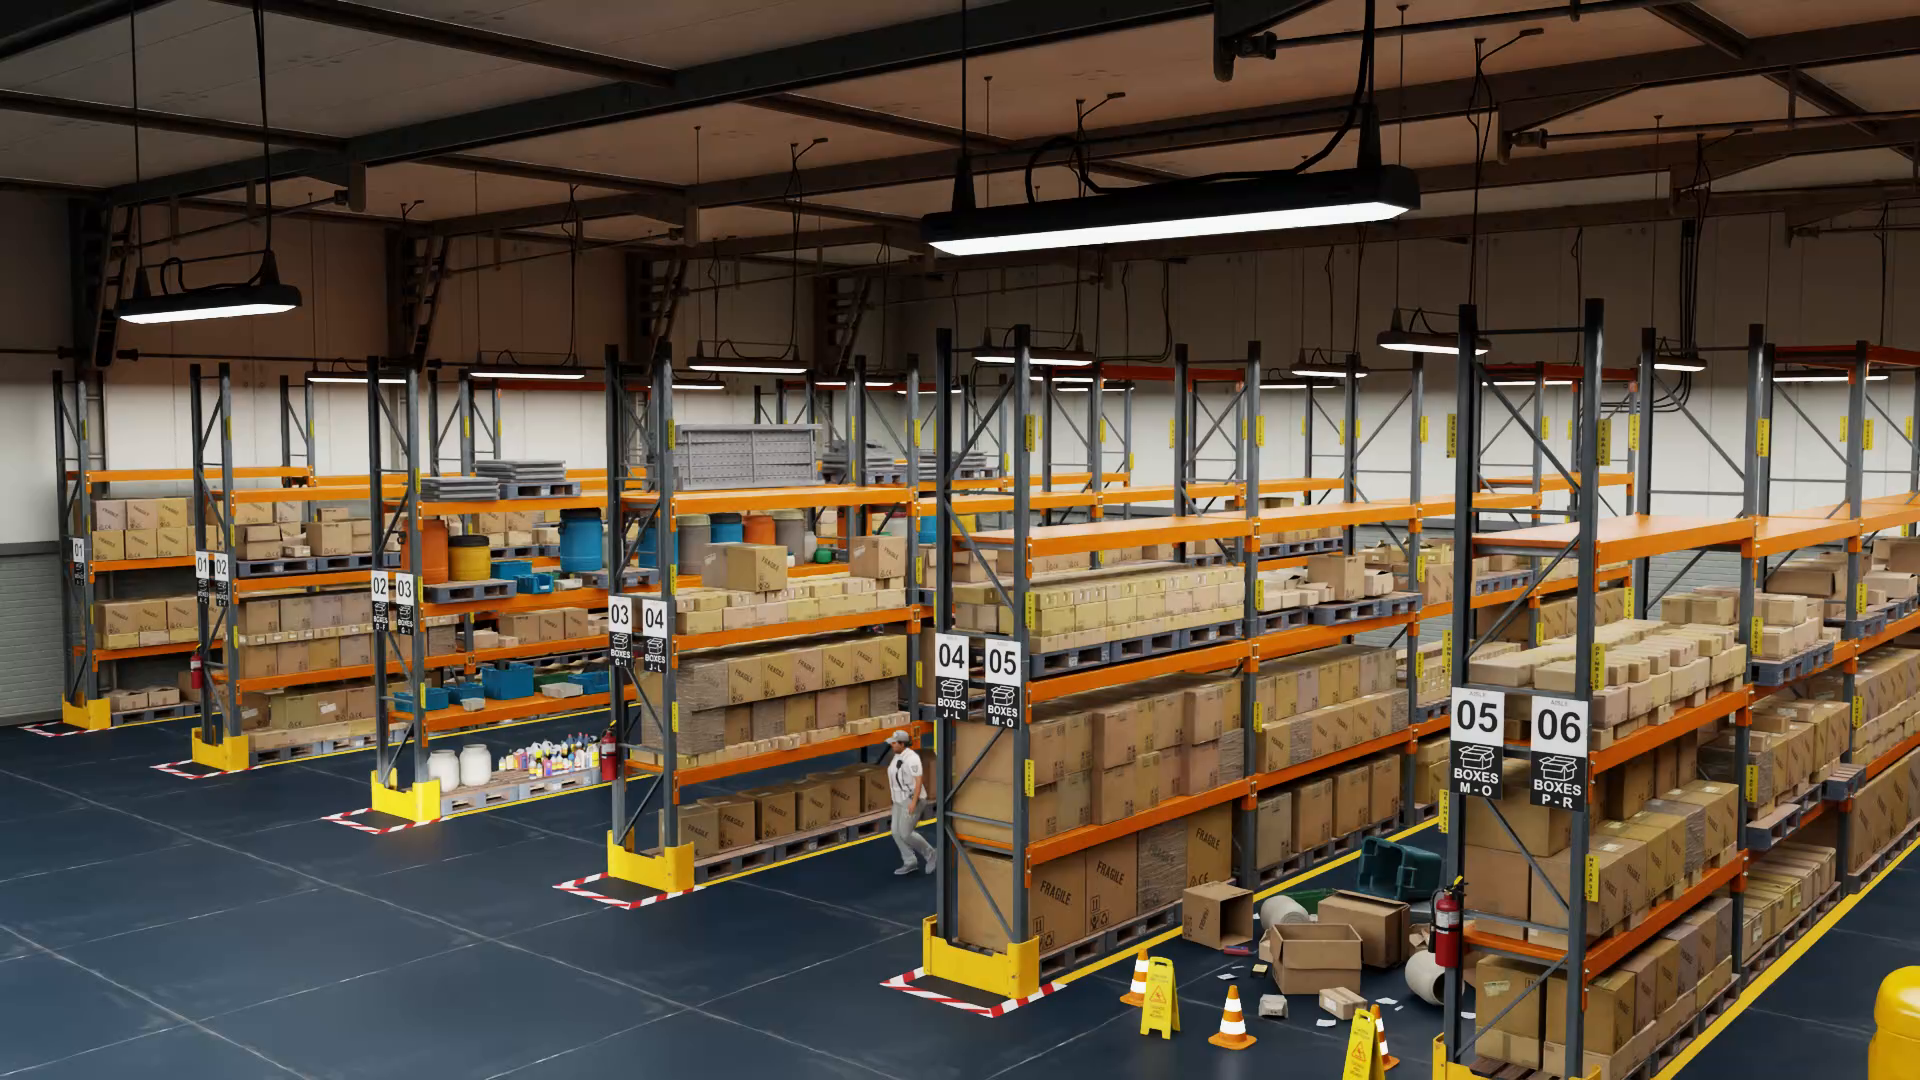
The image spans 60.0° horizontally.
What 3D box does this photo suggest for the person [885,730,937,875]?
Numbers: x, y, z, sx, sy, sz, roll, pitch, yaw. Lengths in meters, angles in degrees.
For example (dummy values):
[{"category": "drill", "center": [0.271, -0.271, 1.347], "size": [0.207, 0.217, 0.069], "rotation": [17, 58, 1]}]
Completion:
[{"category": "person", "center": [-0.573, 2.982, 18.984], "size": [0.535, 1.645, 0.553], "rotation": [-2, 5, -27]}]
